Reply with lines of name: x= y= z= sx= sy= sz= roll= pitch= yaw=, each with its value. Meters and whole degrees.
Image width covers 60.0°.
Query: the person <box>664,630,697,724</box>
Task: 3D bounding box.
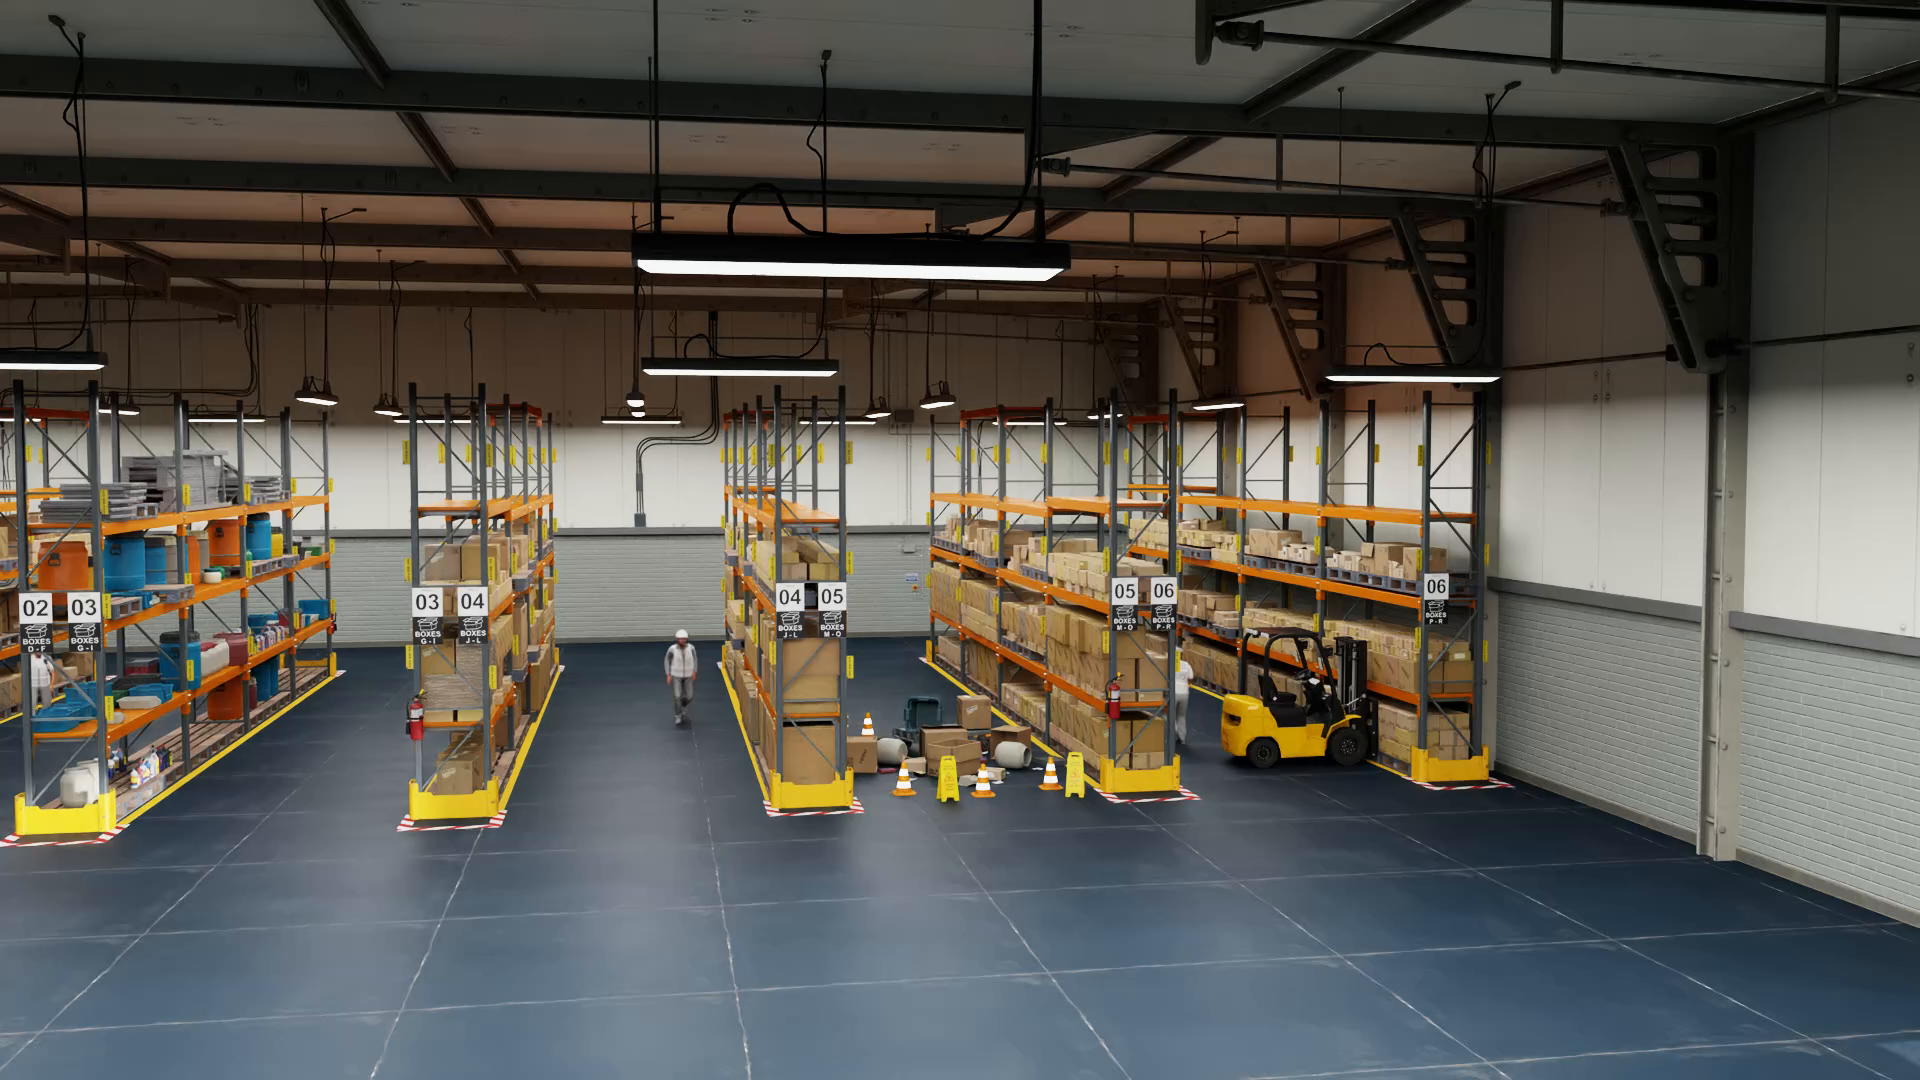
person: x=-5.268 y=2.547 z=31.314 sx=0.617 sy=1.756 sz=0.638 roll=-1 pitch=3 yaw=-22

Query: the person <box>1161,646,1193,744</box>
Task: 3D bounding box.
person: x=3.775 y=2.701 z=29.089 sx=0.649 sy=1.664 sz=0.774 roll=0 pitch=3 yaw=-8

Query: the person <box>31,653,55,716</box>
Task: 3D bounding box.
person: x=-16.544 y=2.685 z=29.900 sx=0.509 sy=1.655 sz=0.746 roll=-2 pitch=3 yaw=-33
